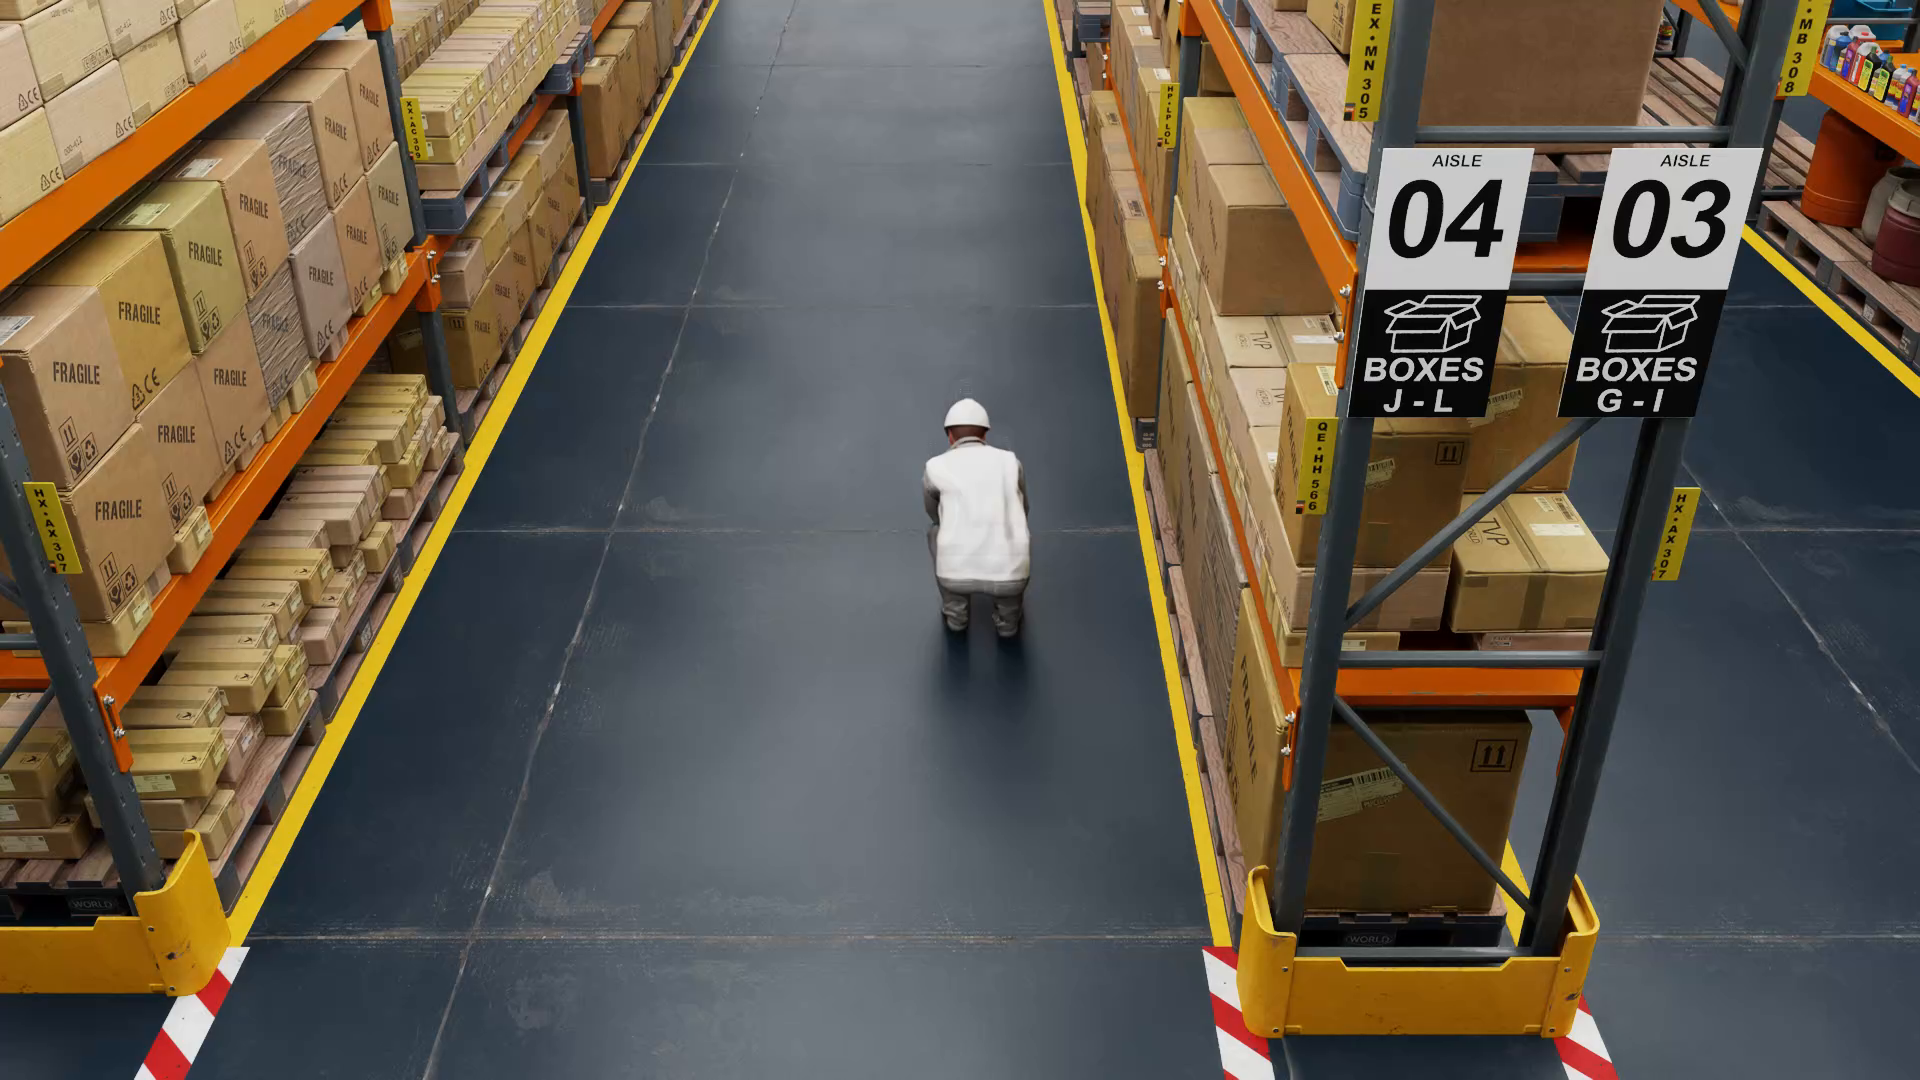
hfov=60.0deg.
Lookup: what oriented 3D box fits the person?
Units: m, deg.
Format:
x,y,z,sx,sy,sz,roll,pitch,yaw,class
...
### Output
x,y,z,sx,sy,sz,roll,pitch,yaw,class
0.085,-0.090,8.004,0.534,1.008,0.855,0,31,0,person
